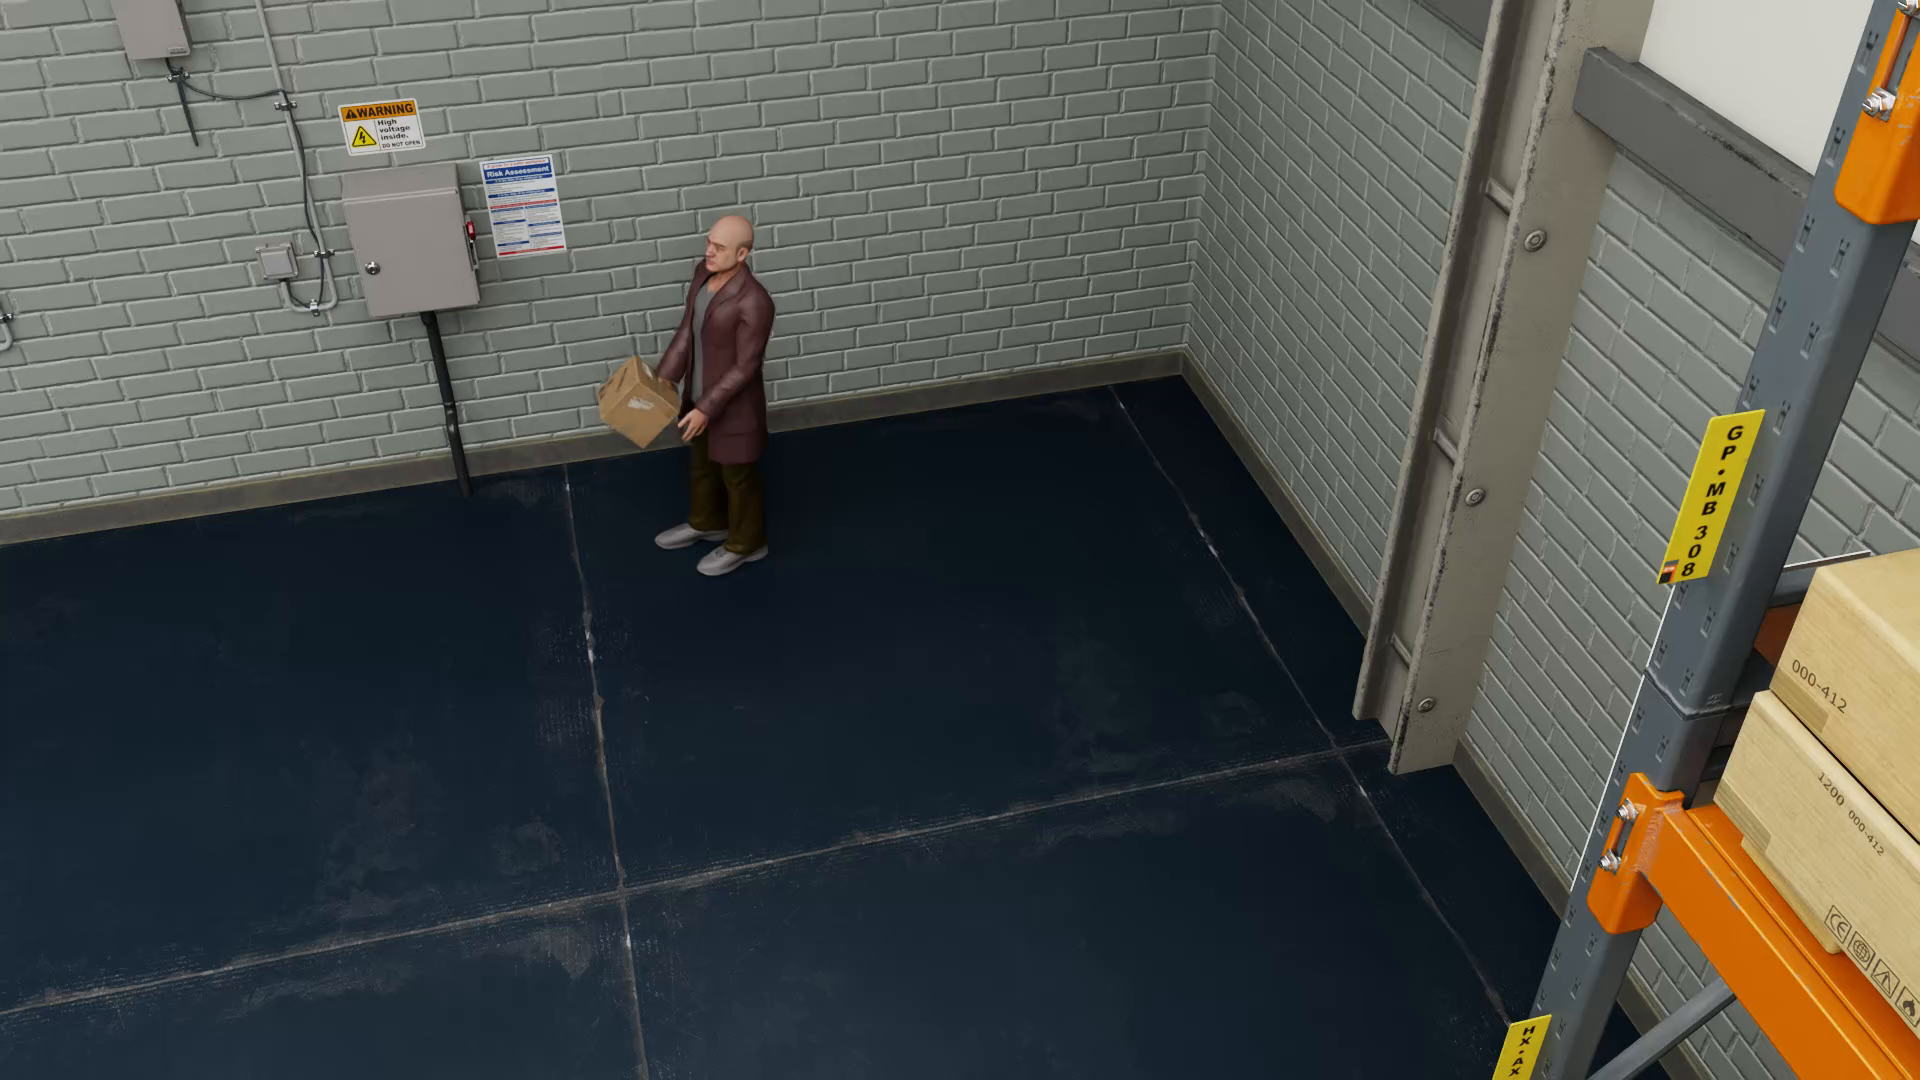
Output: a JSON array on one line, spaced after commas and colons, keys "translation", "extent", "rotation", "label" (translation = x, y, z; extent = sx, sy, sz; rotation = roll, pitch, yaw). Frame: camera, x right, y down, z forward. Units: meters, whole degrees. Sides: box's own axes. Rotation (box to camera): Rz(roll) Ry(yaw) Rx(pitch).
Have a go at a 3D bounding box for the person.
[{"translation": [-1.124, -0.627, 7.531], "extent": [0.510, 1.780, 0.604], "rotation": [-25, 44, -28], "label": "person"}]
